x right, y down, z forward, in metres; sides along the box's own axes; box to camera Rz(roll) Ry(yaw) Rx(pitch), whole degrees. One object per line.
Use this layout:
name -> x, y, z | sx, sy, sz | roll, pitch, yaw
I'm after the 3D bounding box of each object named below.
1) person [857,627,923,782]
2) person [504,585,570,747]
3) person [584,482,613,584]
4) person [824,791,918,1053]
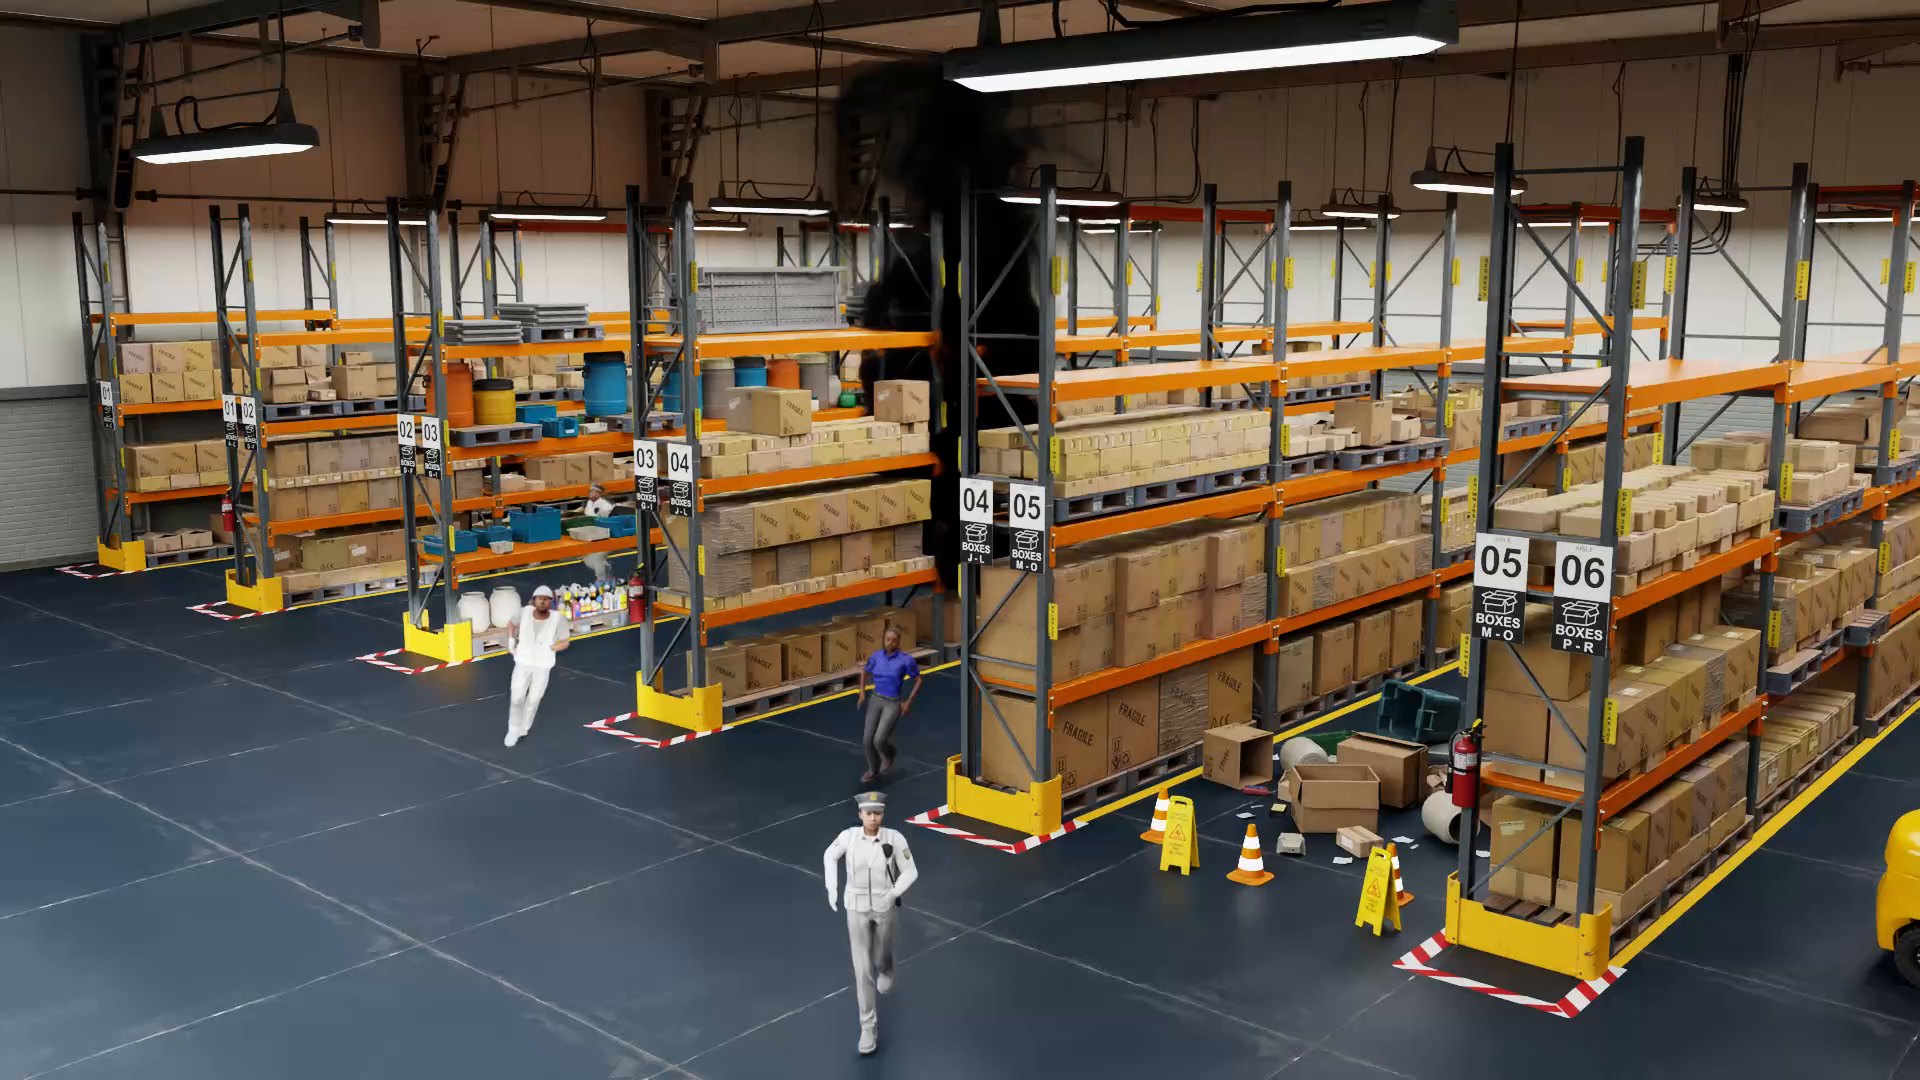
person -> -0.744, 1.708, 16.571 | 0.612, 1.506, 0.476 | 4, 10, 24
person -> -4.581, 1.351, 17.981 | 0.736, 1.776, 0.661 | -2, 10, -10
person -> -5.700, -0.052, 26.356 | 0.653, 1.758, 0.647 | 7, 12, 37
person -> -0.605, 2.492, 11.247 | 0.645, 1.653, 0.974 | 0, 9, -2
